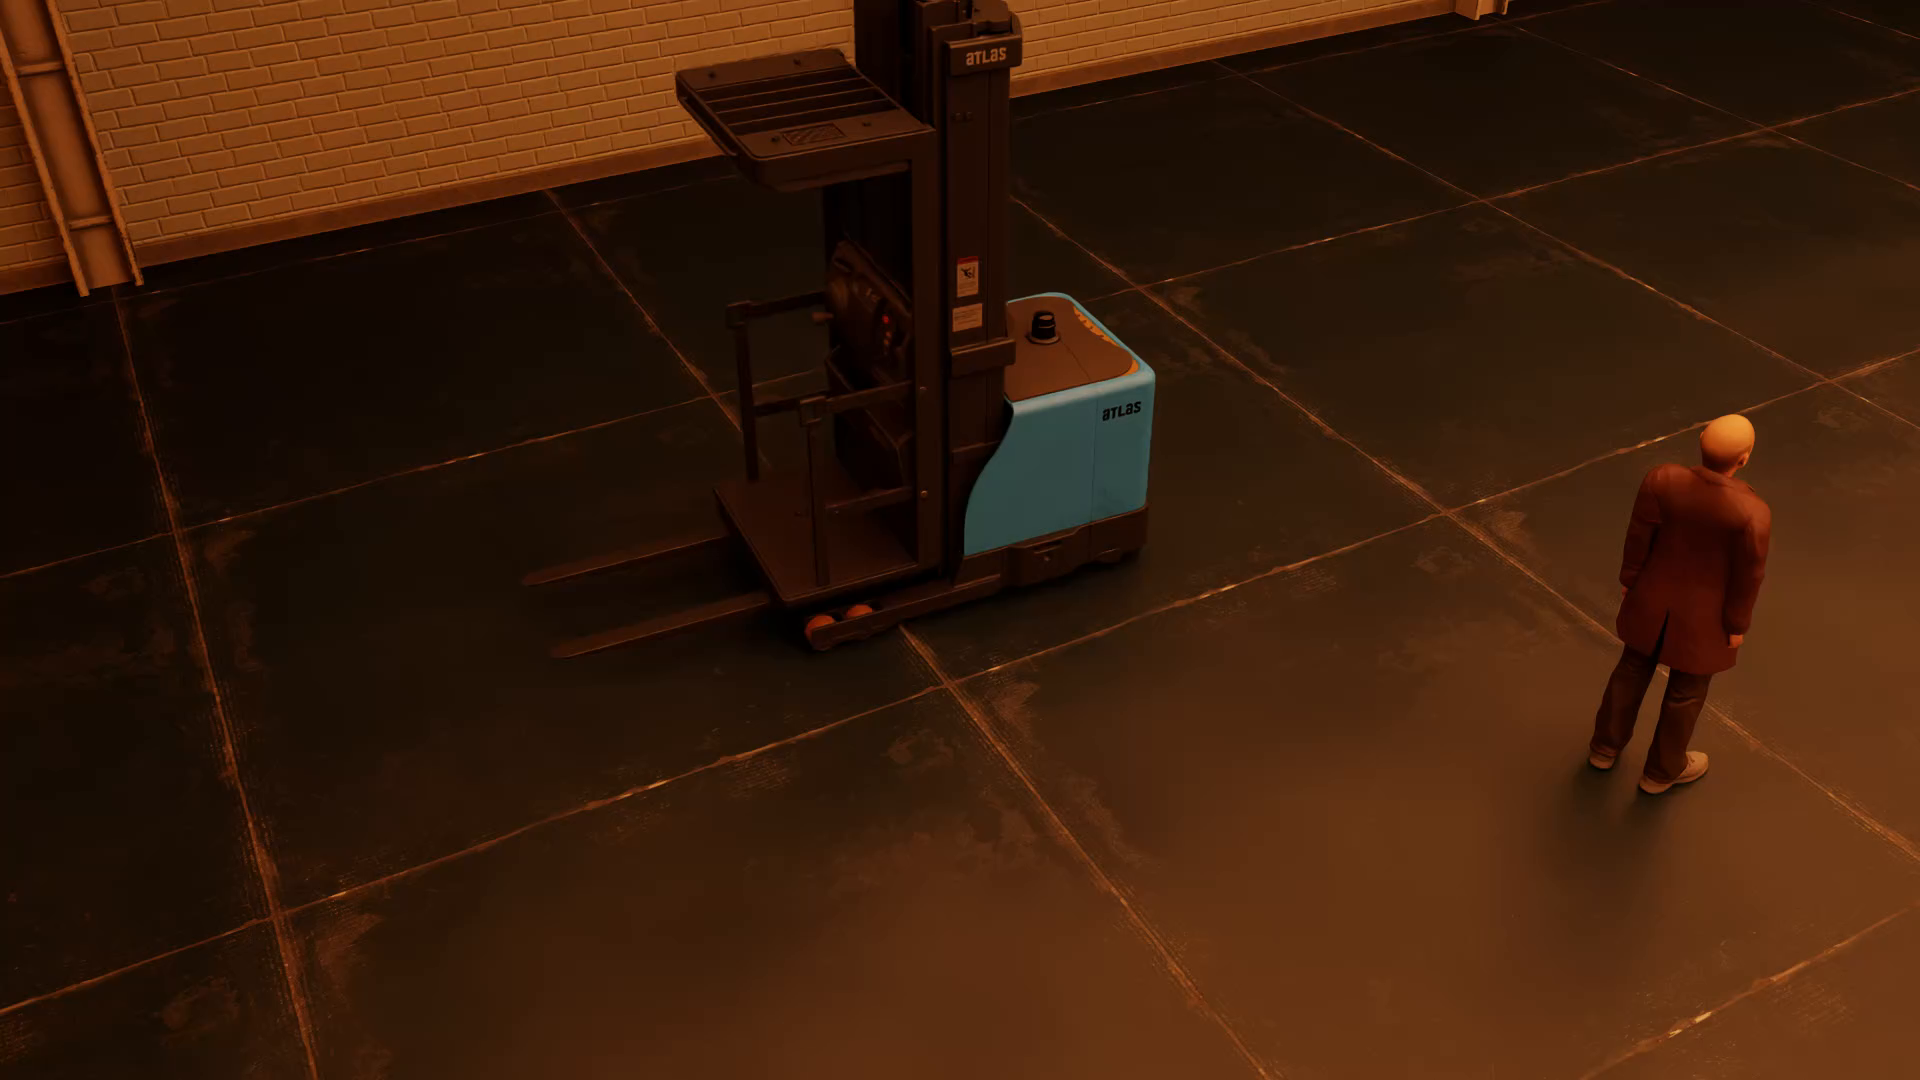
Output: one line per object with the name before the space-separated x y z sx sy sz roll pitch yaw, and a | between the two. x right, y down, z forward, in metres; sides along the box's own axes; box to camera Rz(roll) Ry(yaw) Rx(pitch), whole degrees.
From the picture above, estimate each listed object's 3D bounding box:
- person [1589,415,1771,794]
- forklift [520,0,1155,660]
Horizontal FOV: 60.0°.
person | 2.964 0.243 6.777 0.398 1.781 0.546 -29 45 -35
forklift | -0.606 -1.020 7.566 3.031 2.935 1.130 -15 38 -20
